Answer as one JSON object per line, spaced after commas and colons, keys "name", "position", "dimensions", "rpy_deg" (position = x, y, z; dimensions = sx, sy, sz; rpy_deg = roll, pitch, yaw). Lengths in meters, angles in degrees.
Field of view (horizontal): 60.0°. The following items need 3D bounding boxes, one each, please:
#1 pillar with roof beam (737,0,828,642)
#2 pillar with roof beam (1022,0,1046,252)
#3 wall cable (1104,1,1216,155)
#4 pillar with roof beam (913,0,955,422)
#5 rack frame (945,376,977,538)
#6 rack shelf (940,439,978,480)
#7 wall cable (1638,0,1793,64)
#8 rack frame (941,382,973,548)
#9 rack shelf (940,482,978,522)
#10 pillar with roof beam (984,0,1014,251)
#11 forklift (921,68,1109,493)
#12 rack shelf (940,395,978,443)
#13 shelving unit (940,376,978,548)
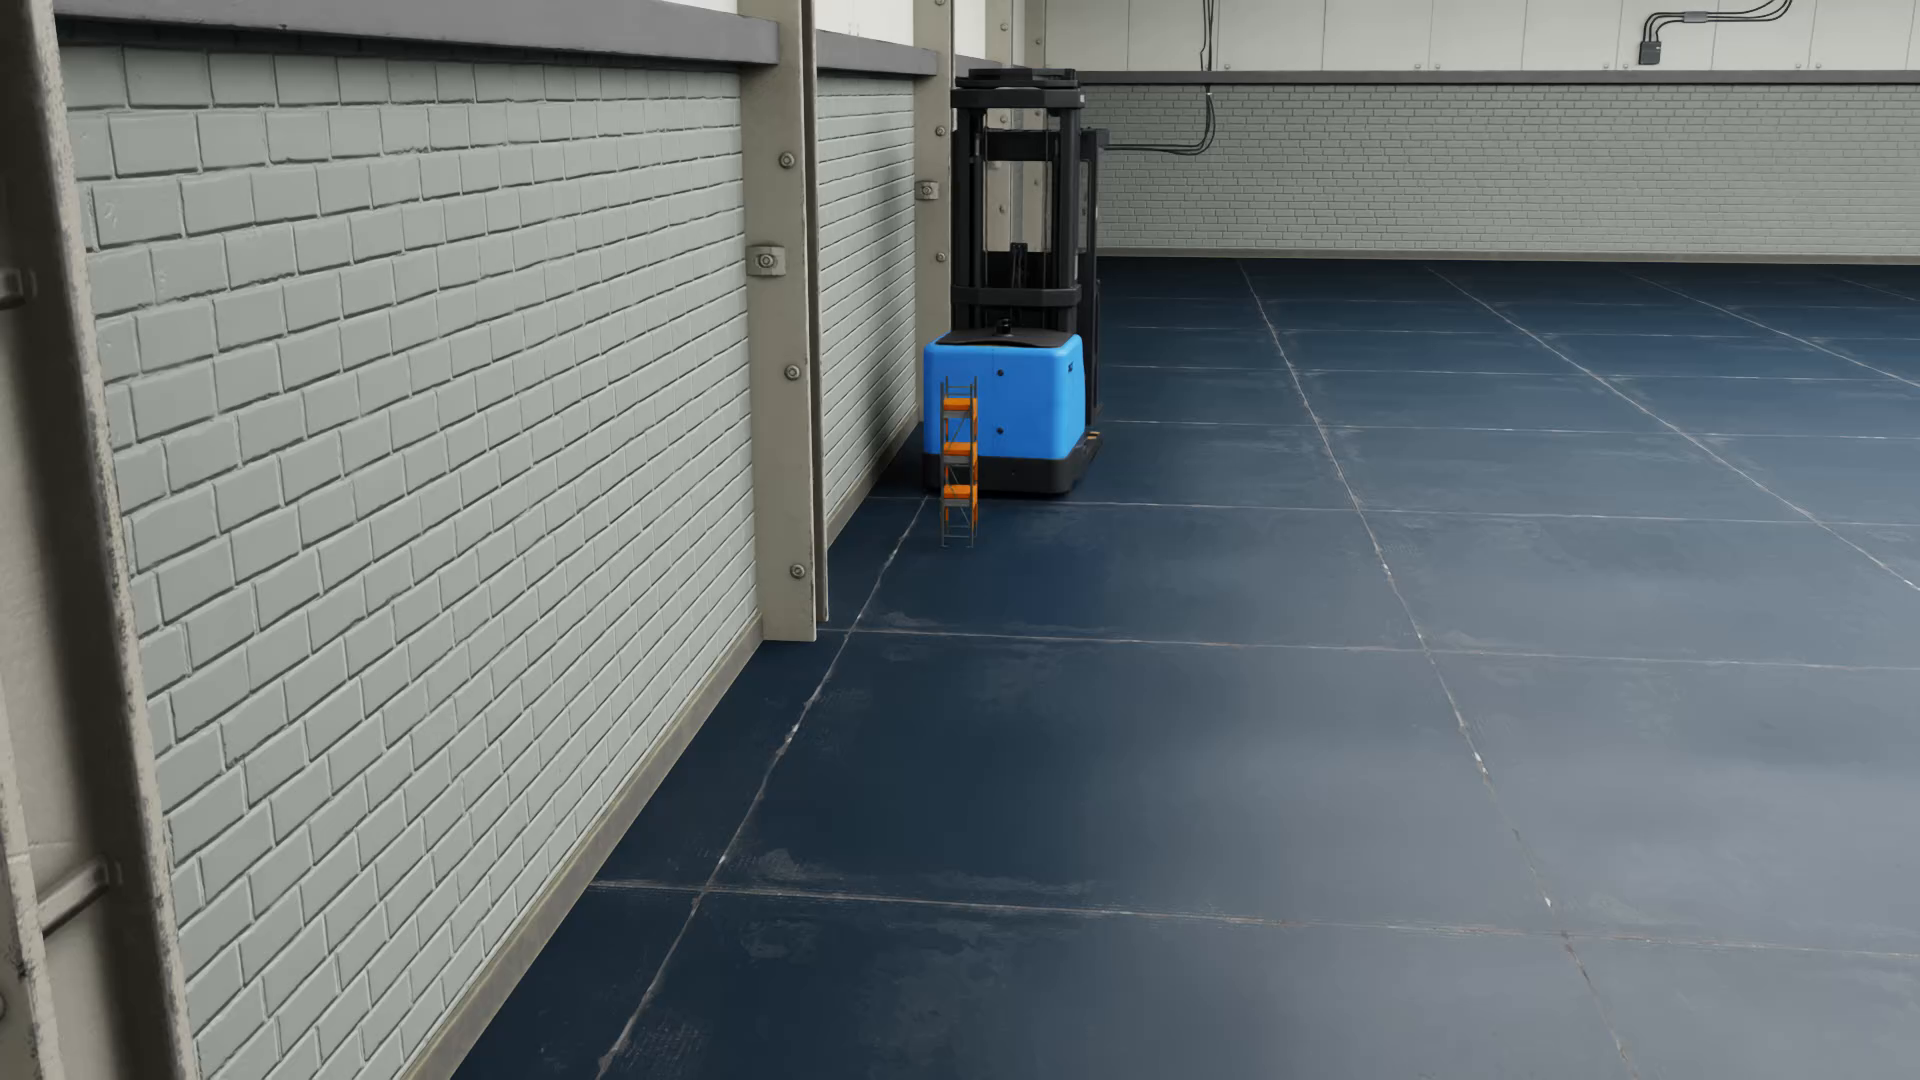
{"name": "pillar with roof beam", "position": [3.384, -3.742, 7.261], "dimensions": [9.100, 9.000, 0.400], "rpy_deg": [2, 15, 6]}
{"name": "pillar with roof beam", "position": [5.416, -8.411, 24.526], "dimensions": [9.100, 9.000, 0.400], "rpy_deg": [2, 15, 6]}
{"name": "wall cable", "position": [2.784, -7.764, 28.082], "dimensions": [3.097, 2.526, 0.112], "rpy_deg": [2, 15, 6]}
{"name": "pillar with roof beam", "position": [4.061, -5.298, 13.016], "dimensions": [9.100, 9.000, 0.400], "rpy_deg": [2, 15, 6]}
{"name": "rack frame", "position": [0.008, -0.525, 10.591], "dimensions": [0.200, 1.050, 0.008], "rpy_deg": [2, 15, 6]}
{"name": "rack shelf", "position": [-0.006, -0.483, 10.476], "dimensions": [0.215, 0.259, 0.240], "rpy_deg": [2, 15, 6]}
{"name": "wall cable", "position": [12.215, -10.620, 26.184], "dimensions": [2.305, 6.003, 0.169], "rpy_deg": [2, 15, 6]}
{"name": "rack frame", "position": [-0.020, -0.461, 10.357], "dimensions": [0.200, 1.050, 0.008], "rpy_deg": [2, 15, 6]}
{"name": "rack shelf", "position": [-0.006, -0.214, 10.549], "dimensions": [0.215, 0.259, 0.240], "rpy_deg": [2, 15, 6]}
{"name": "pillar with roof beam", "position": [4.738, -6.854, 18.771], "dimensions": [9.100, 9.000, 0.400], "rpy_deg": [2, 15, 6]}
{"name": "forklift", "position": [0.530, -2.080, 12.740], "dimensions": [1.130, 2.935, 3.031], "rpy_deg": [3, 15, 11]}
{"name": "rack shelf", "position": [-0.006, -0.757, 10.402], "dimensions": [0.215, 0.259, 0.240], "rpy_deg": [2, 15, 6]}
{"name": "shelving unit", "position": [-0.006, -0.493, 10.474], "dimensions": [0.215, 1.050, 0.252], "rpy_deg": [2, 15, 6]}
